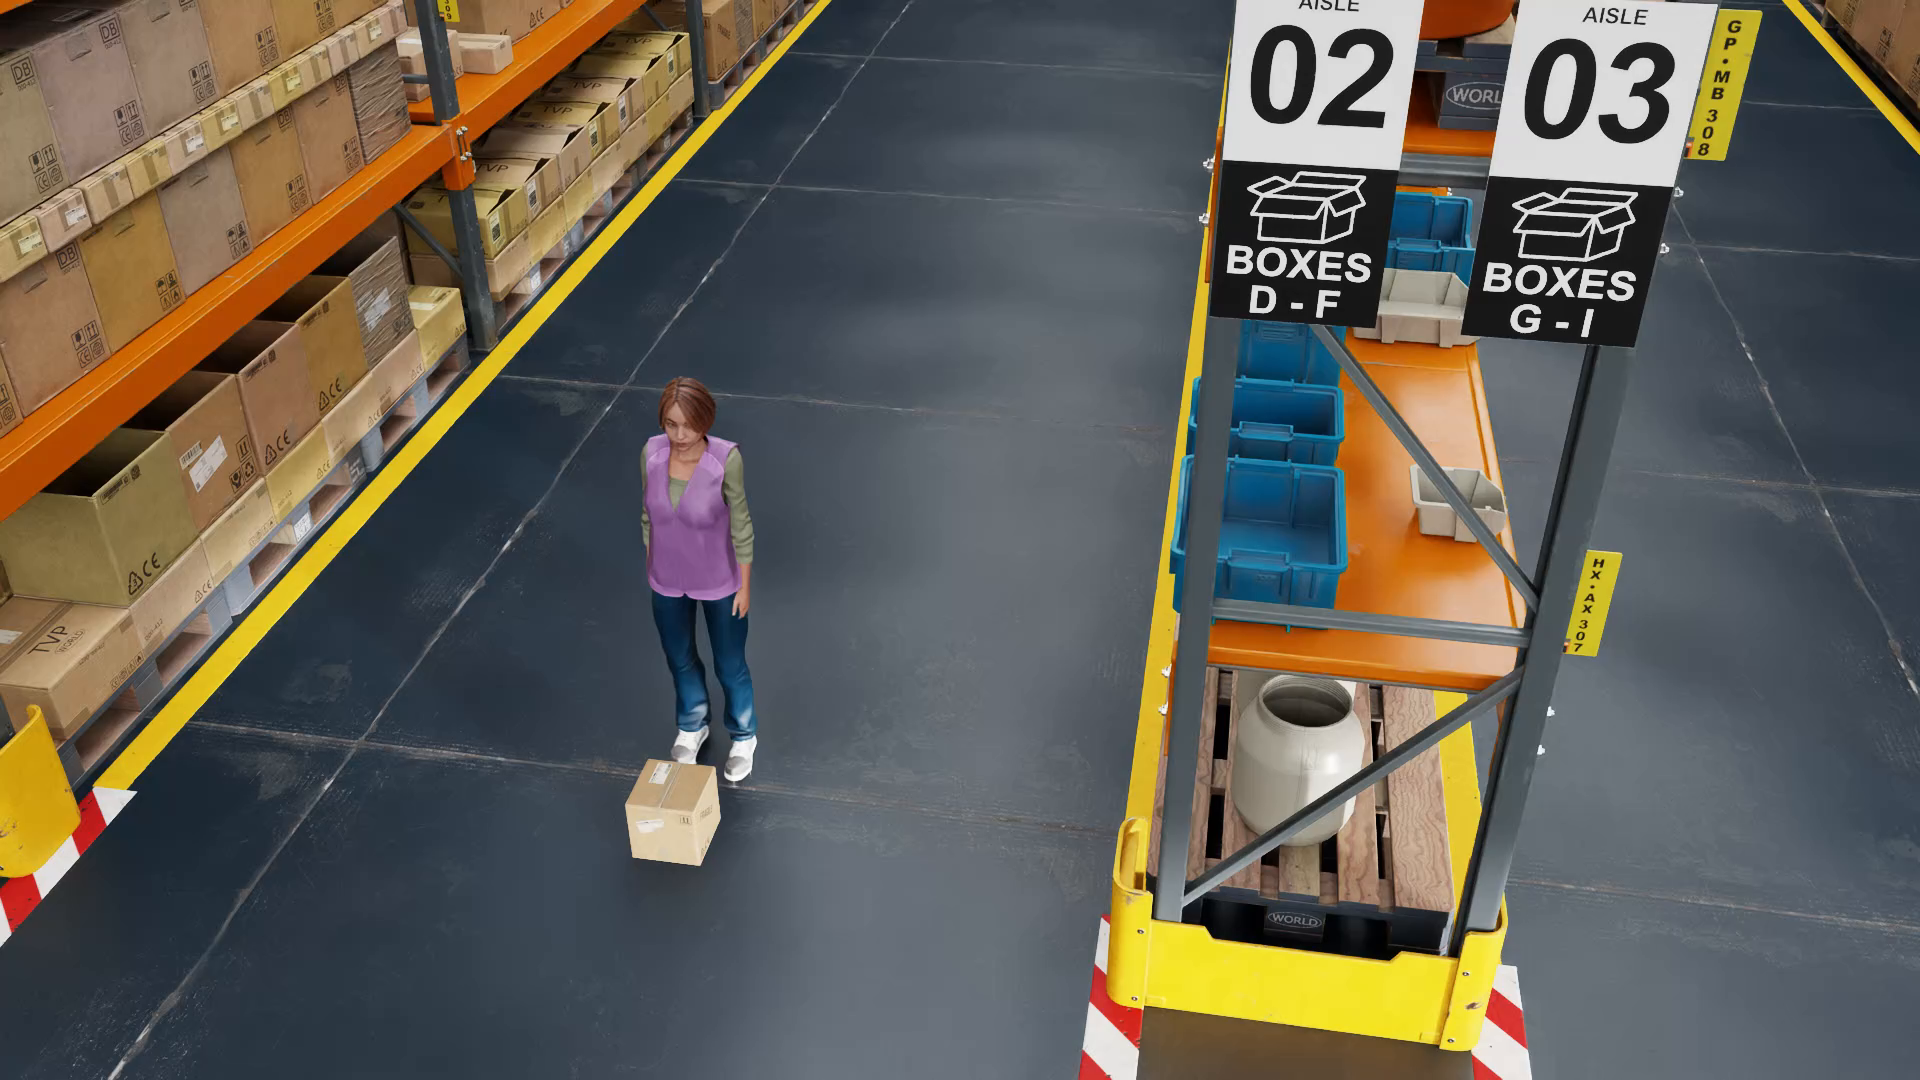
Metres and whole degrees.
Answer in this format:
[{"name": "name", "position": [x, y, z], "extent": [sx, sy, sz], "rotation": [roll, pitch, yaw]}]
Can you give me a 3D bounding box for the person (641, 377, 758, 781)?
[{"name": "person", "position": [-0.918, 0.151, 5.916], "extent": [0.407, 1.597, 0.316], "rotation": [6, 33, 9]}]
